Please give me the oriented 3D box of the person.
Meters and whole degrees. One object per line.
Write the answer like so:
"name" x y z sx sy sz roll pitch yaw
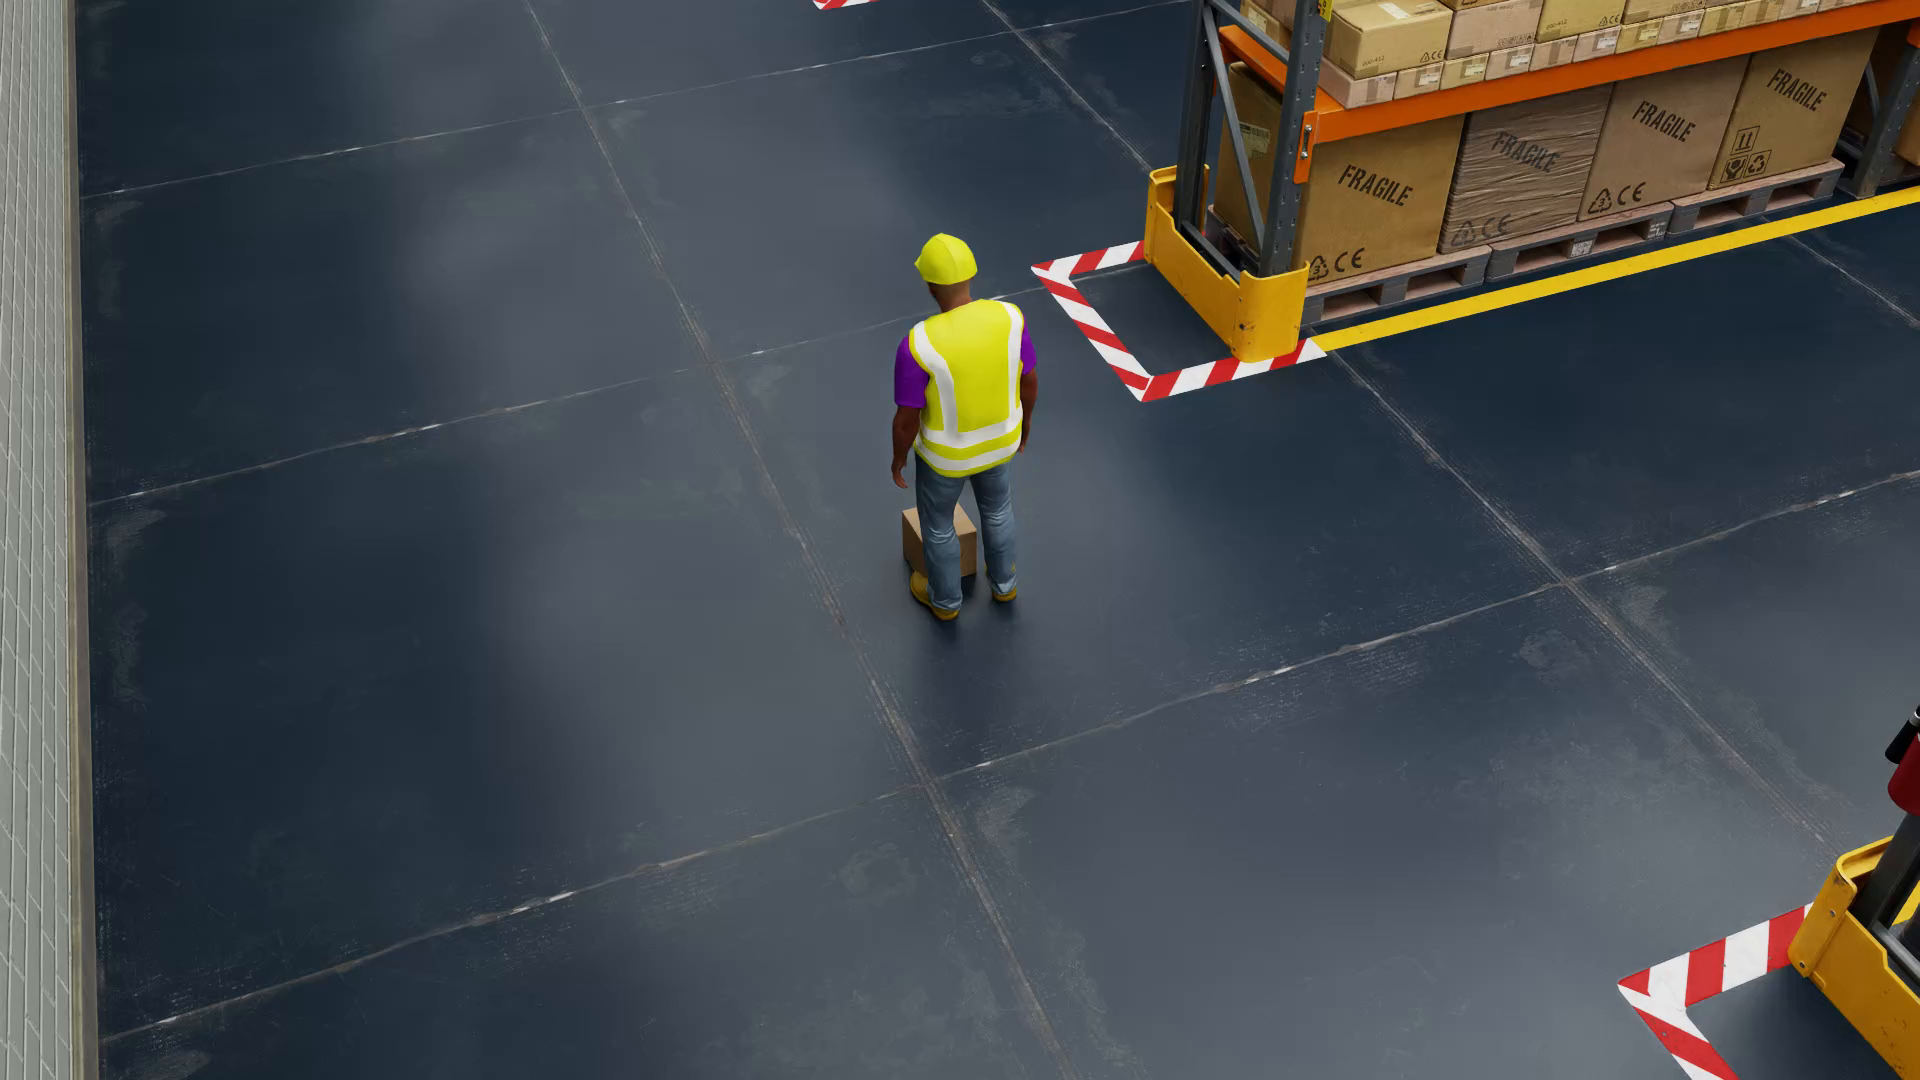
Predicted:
"person" 0.006 -0.414 6.615 0.627 1.759 0.462 -17 44 -19
